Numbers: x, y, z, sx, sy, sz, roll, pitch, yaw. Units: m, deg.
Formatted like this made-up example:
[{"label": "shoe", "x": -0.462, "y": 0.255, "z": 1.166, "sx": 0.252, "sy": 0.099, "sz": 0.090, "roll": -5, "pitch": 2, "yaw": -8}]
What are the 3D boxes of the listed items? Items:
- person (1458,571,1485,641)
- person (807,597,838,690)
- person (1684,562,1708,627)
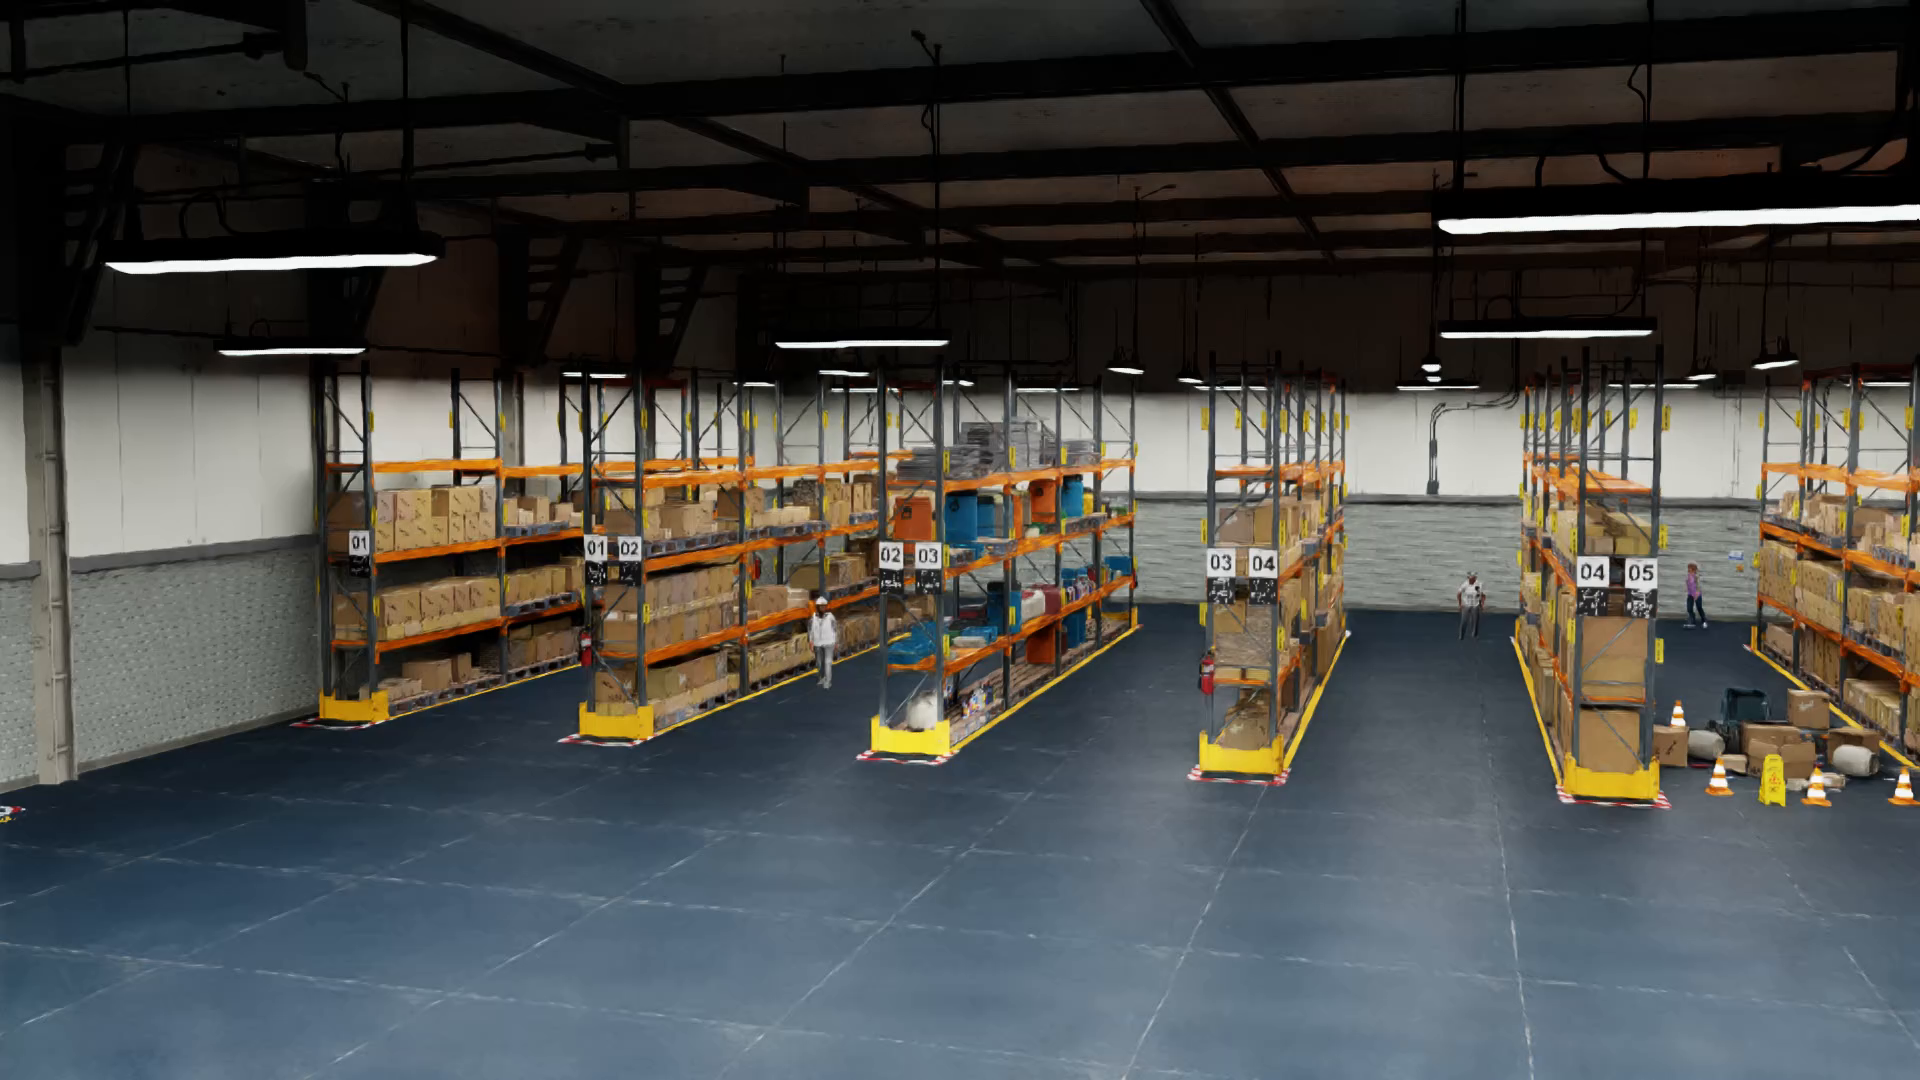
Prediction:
[{"label": "person", "x": 11.626, "y": 1.495, "z": 37.825, "sx": 0.592, "sy": 1.629, "sz": 0.532, "roll": 1, "pitch": 4, "yaw": 14}, {"label": "person", "x": -2.578, "y": 1.918, "z": 31.066, "sx": 0.538, "sy": 1.715, "sz": 1.026, "roll": 1, "pitch": 4, "yaw": 9}, {"label": "person", "x": 17.859, "y": 1.333, "z": 40.317, "sx": 0.551, "sy": 1.579, "sz": 0.464, "roll": -1, "pitch": 4, "yaw": -15}]
